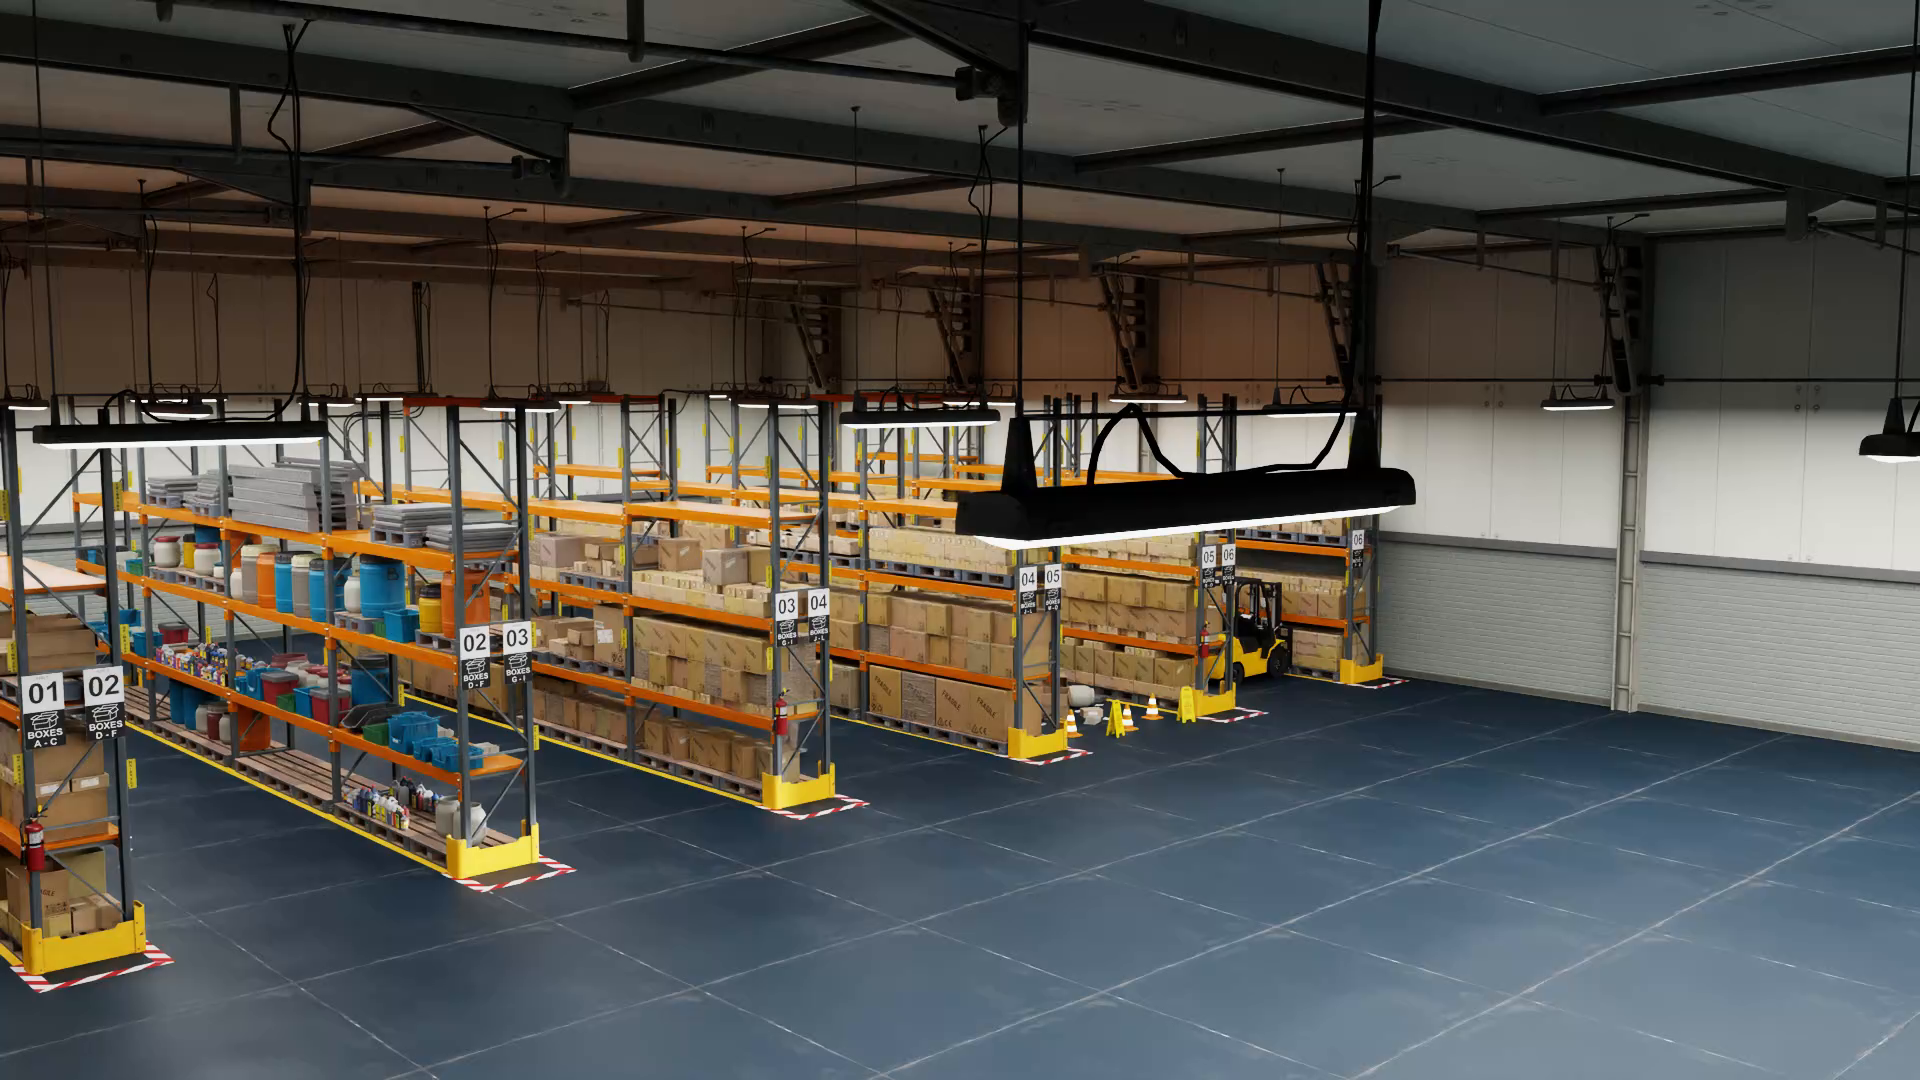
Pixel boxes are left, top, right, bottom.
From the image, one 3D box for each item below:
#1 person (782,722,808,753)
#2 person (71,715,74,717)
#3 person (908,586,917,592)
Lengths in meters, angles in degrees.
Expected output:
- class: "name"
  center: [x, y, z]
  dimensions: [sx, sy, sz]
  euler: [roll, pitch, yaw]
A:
- class: "person"
  center: [-2.864, 2.746, 28.276]
  dimensions: [0.515, 1.733, 0.605]
  euler: [-1, 6, -12]
- class: "person"
  center: [-15.885, 2.593, 29.535]
  dimensions: [0.500, 1.791, 0.597]
  euler: [-5, 8, -43]
- class: "person"
  center: [-0.947, 1.768, 34.915]
  dimensions: [0.605, 1.787, 0.493]
  euler: [-1, 6, -12]
